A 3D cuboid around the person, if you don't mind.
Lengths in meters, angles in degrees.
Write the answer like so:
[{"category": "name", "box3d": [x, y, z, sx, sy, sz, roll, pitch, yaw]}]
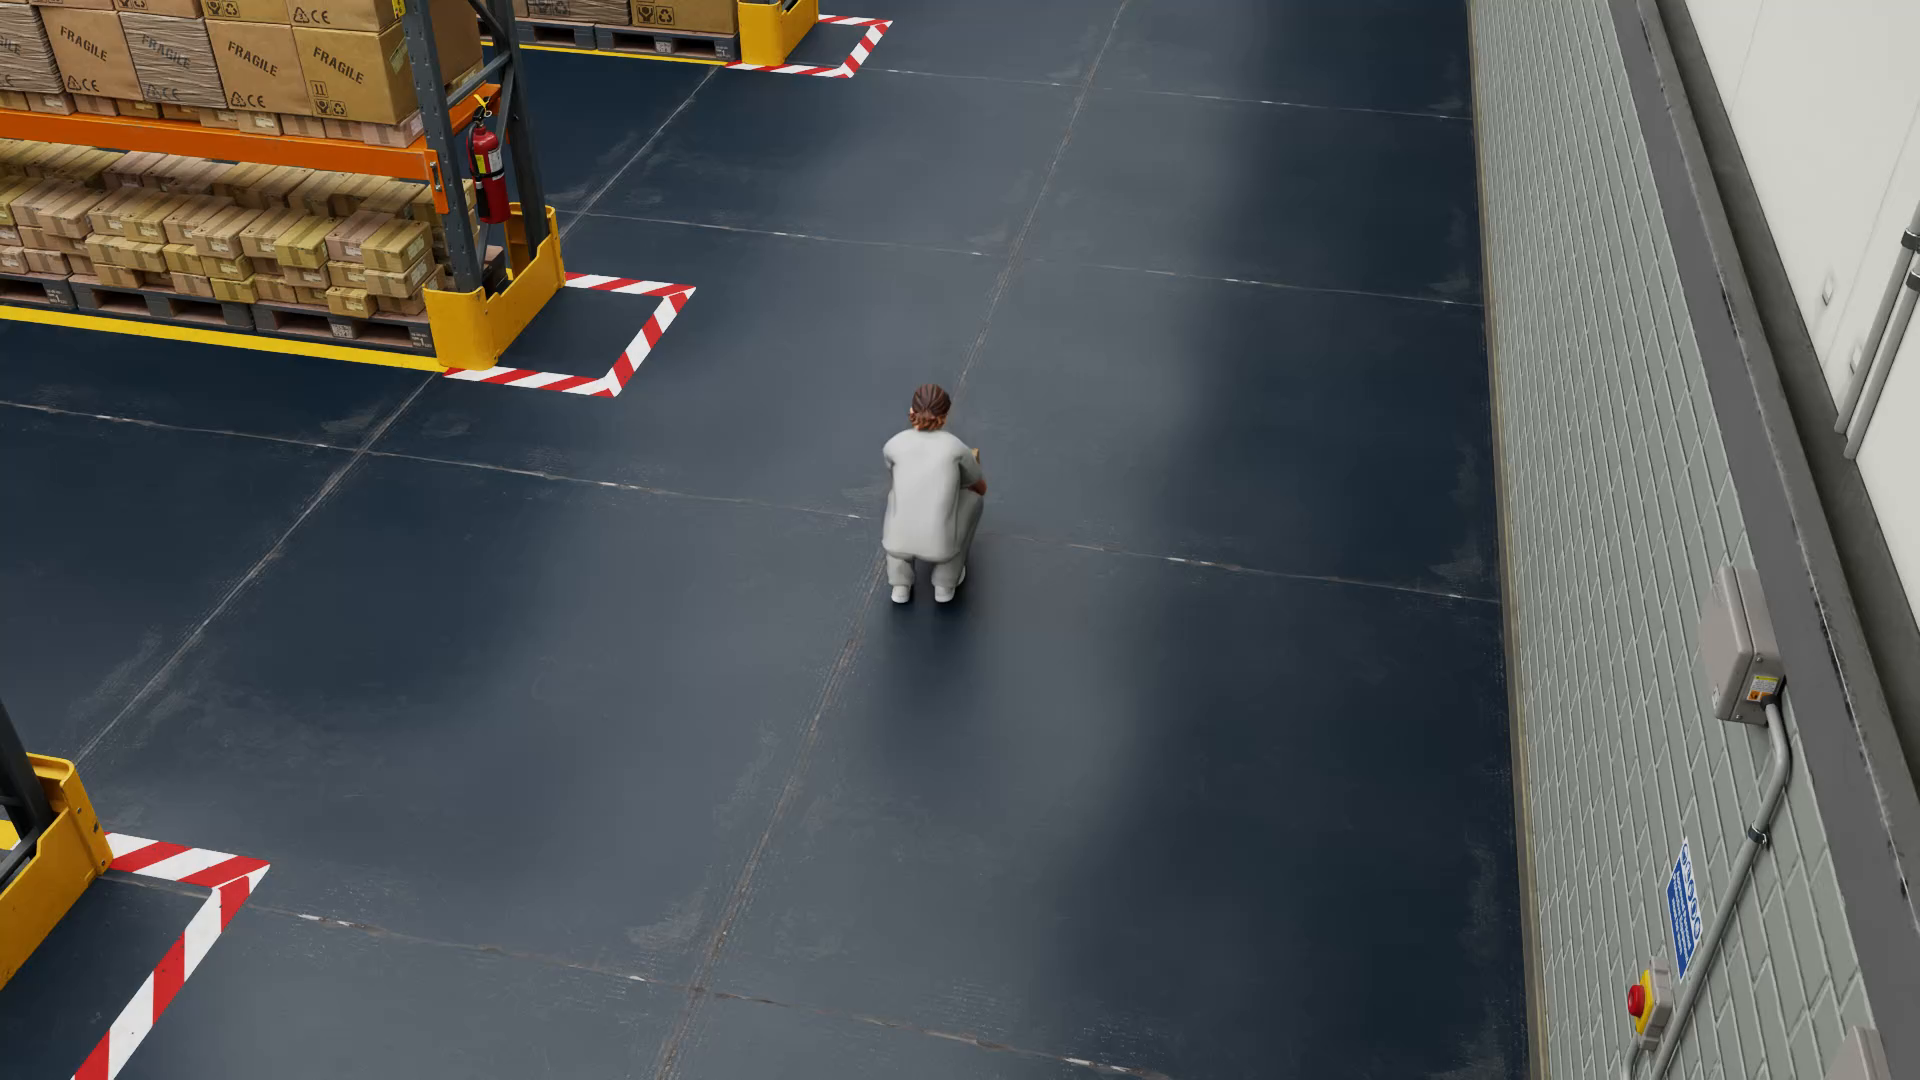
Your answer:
[{"category": "person", "box3d": [-0.142, -0.212, 7.881, 0.477, 0.927, 0.804, 8, 37, 10]}]
